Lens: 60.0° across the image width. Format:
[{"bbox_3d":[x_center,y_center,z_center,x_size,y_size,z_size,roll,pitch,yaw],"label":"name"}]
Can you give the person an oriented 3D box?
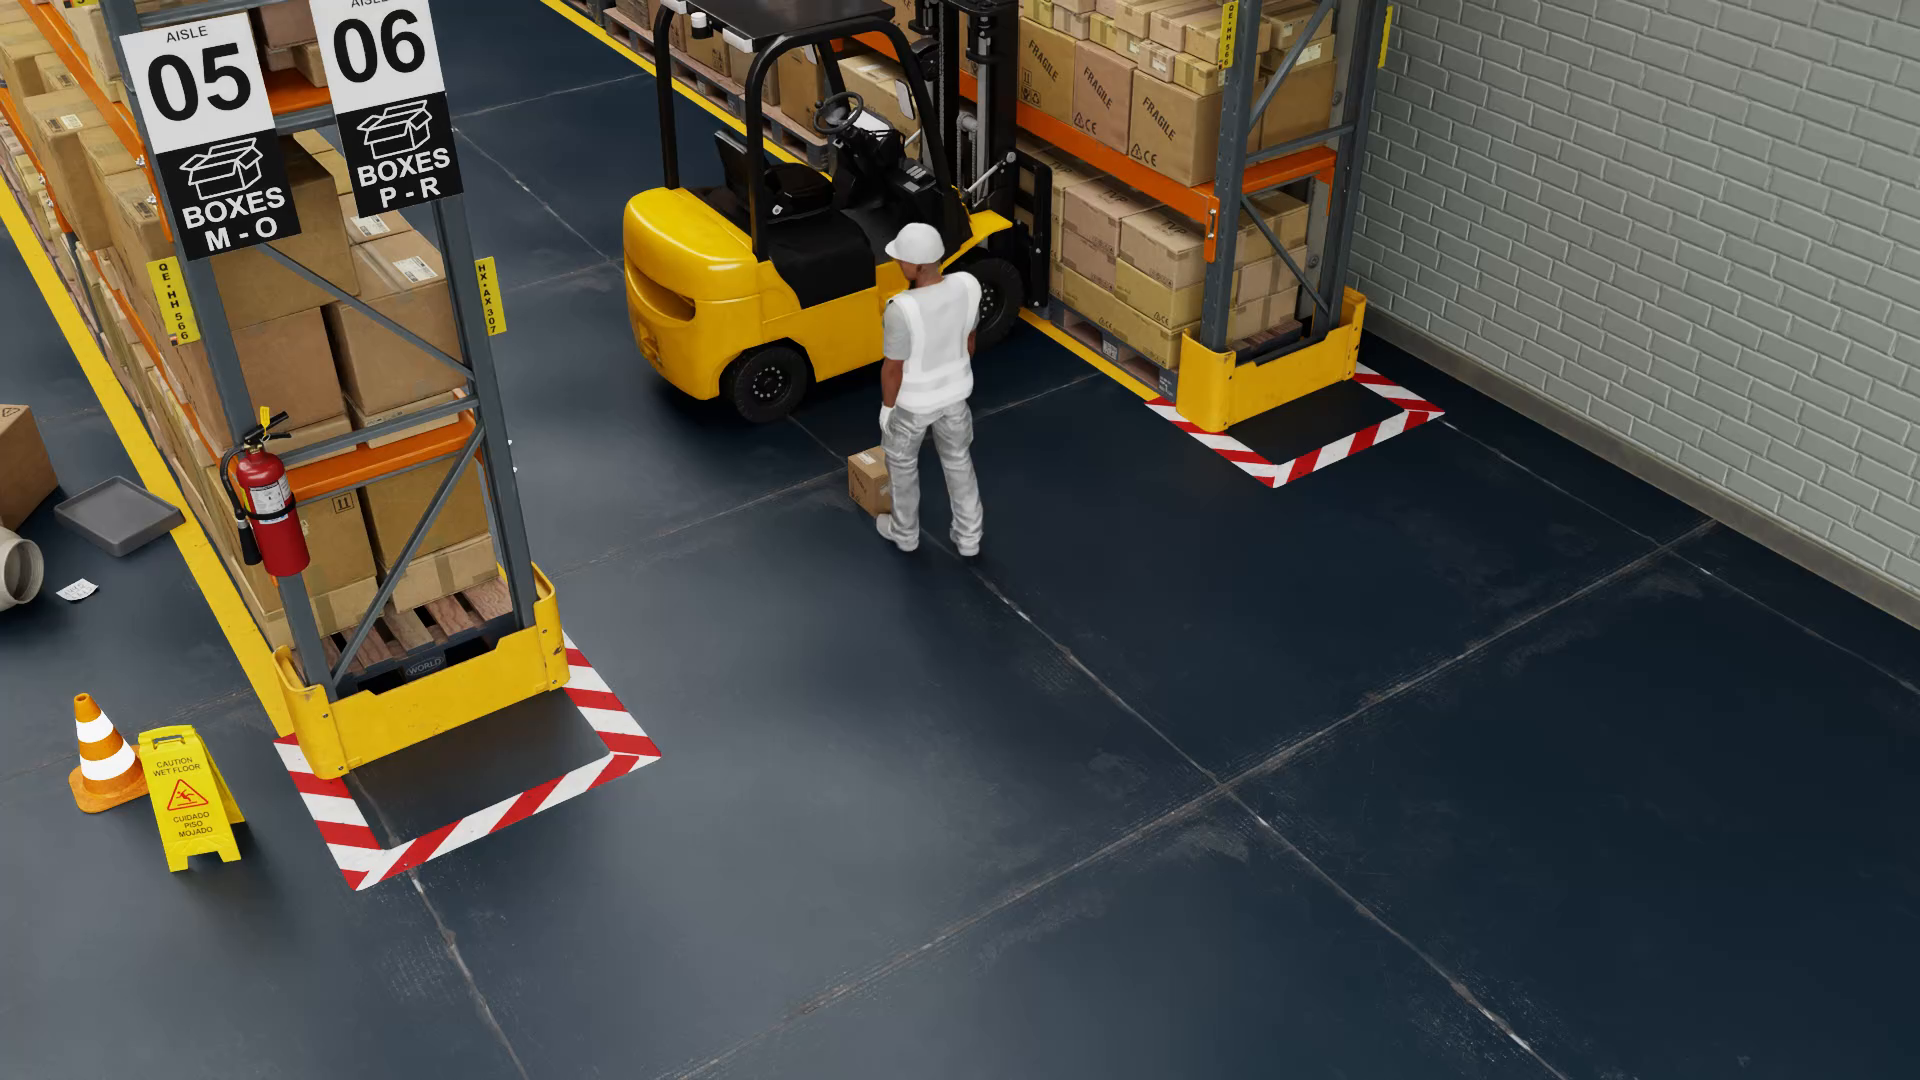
[{"bbox_3d":[-0.173,-0.714,7.971,0.562,1.782,0.532,-22,41,-27],"label":"person"}]
